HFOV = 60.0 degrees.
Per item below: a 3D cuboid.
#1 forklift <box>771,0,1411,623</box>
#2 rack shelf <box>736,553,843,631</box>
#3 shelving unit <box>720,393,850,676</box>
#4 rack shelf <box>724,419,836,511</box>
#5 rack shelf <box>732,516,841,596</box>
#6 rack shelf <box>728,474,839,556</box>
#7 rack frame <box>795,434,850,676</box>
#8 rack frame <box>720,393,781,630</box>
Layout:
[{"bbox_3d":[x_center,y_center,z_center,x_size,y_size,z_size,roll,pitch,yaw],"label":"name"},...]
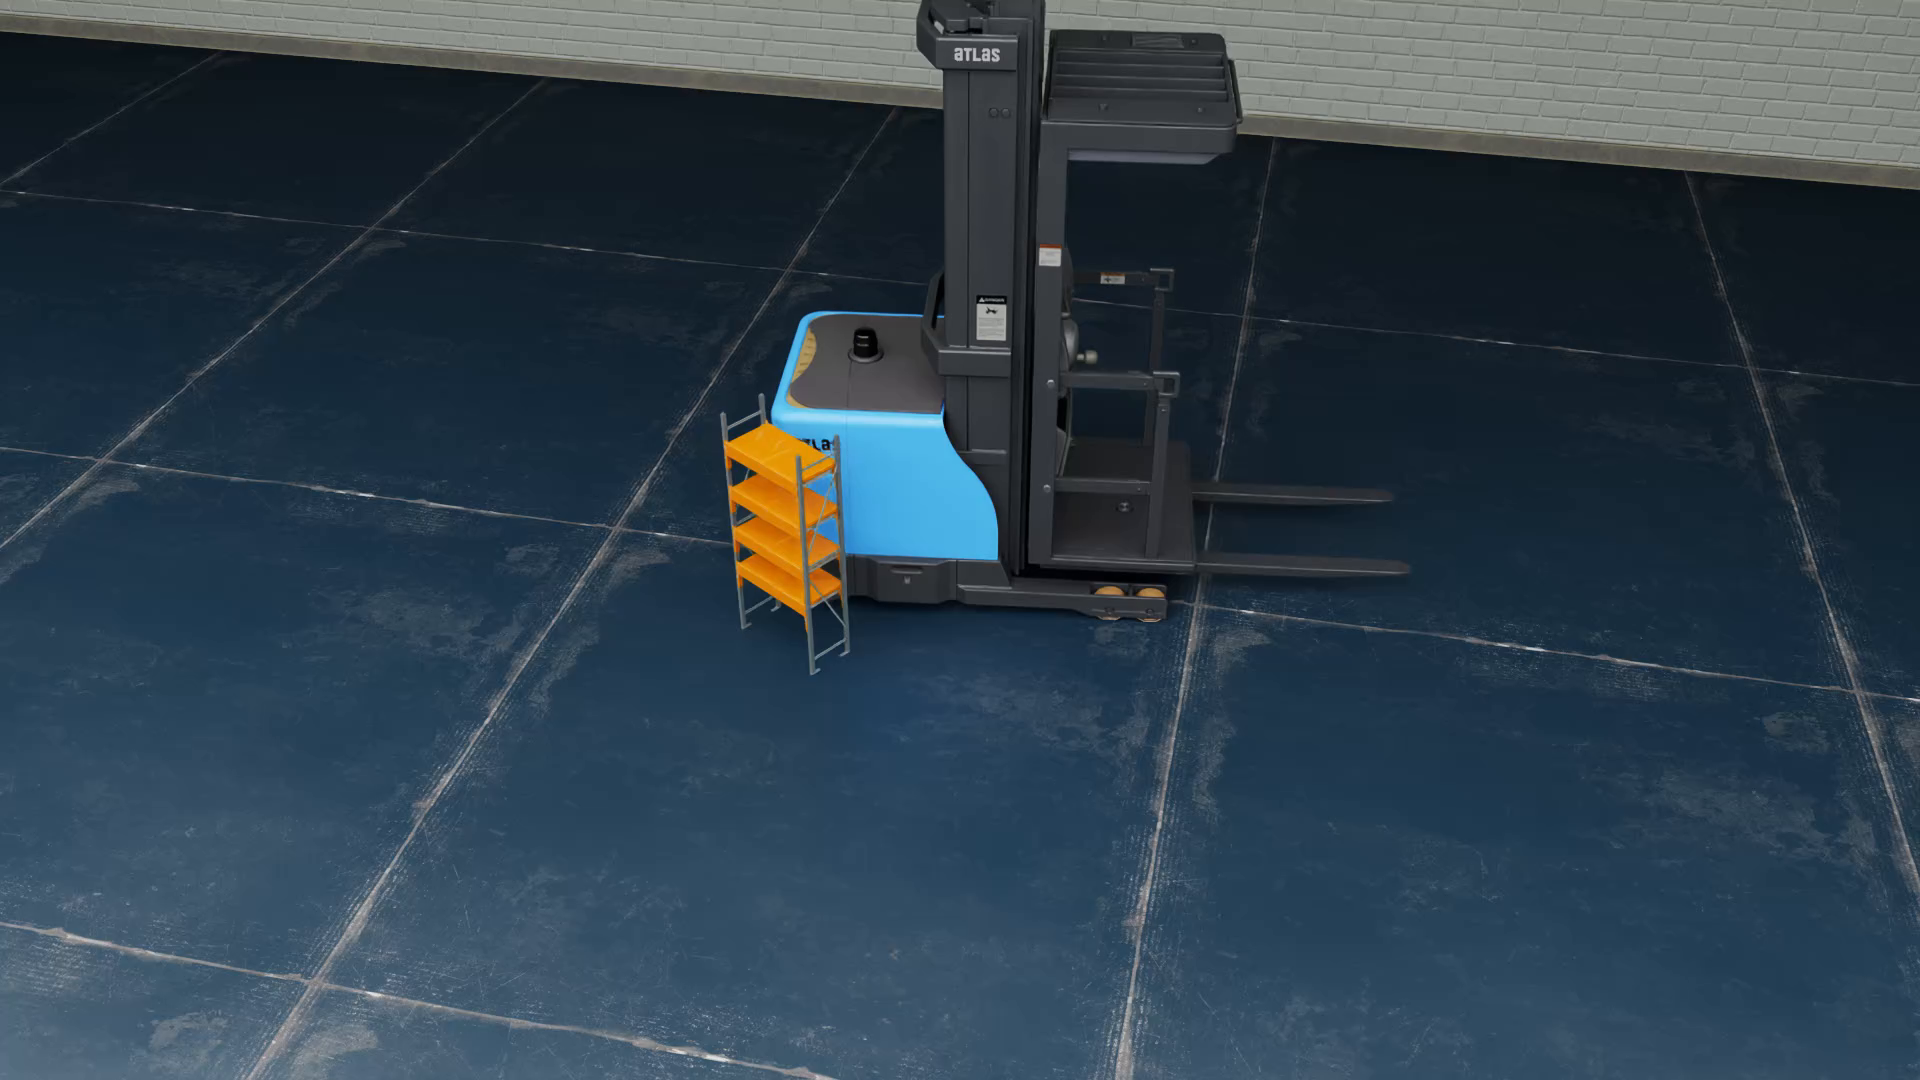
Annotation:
[{"bbox_3d":[0.670,-1.116,7.563,3.031,2.935,1.130,3,36,4],"label":"forklift"},{"bbox_3d":[-0.779,0.202,7.672,0.480,0.148,0.258,29,45,34],"label":"rack shelf"},{"bbox_3d":[-0.779,-0.013,7.516,0.503,1.200,0.258,29,45,34],"label":"shelving unit"},{"bbox_3d":[-0.779,-0.331,7.285,0.480,0.148,0.258,29,45,34],"label":"rack shelf"},{"bbox_3d":[-0.779,0.042,7.555,0.480,0.148,0.258,29,45,34],"label":"rack shelf"},{"bbox_3d":[-0.779,-0.140,7.424,0.480,0.148,0.258,29,45,34],"label":"rack shelf"},{"bbox_3d":[-0.603,0.086,7.379,0.015,1.200,0.240,29,45,34],"label":"rack frame"},{"bbox_3d":[-0.956,-0.112,7.652,0.015,1.200,0.240,29,45,34],"label":"rack frame"}]
